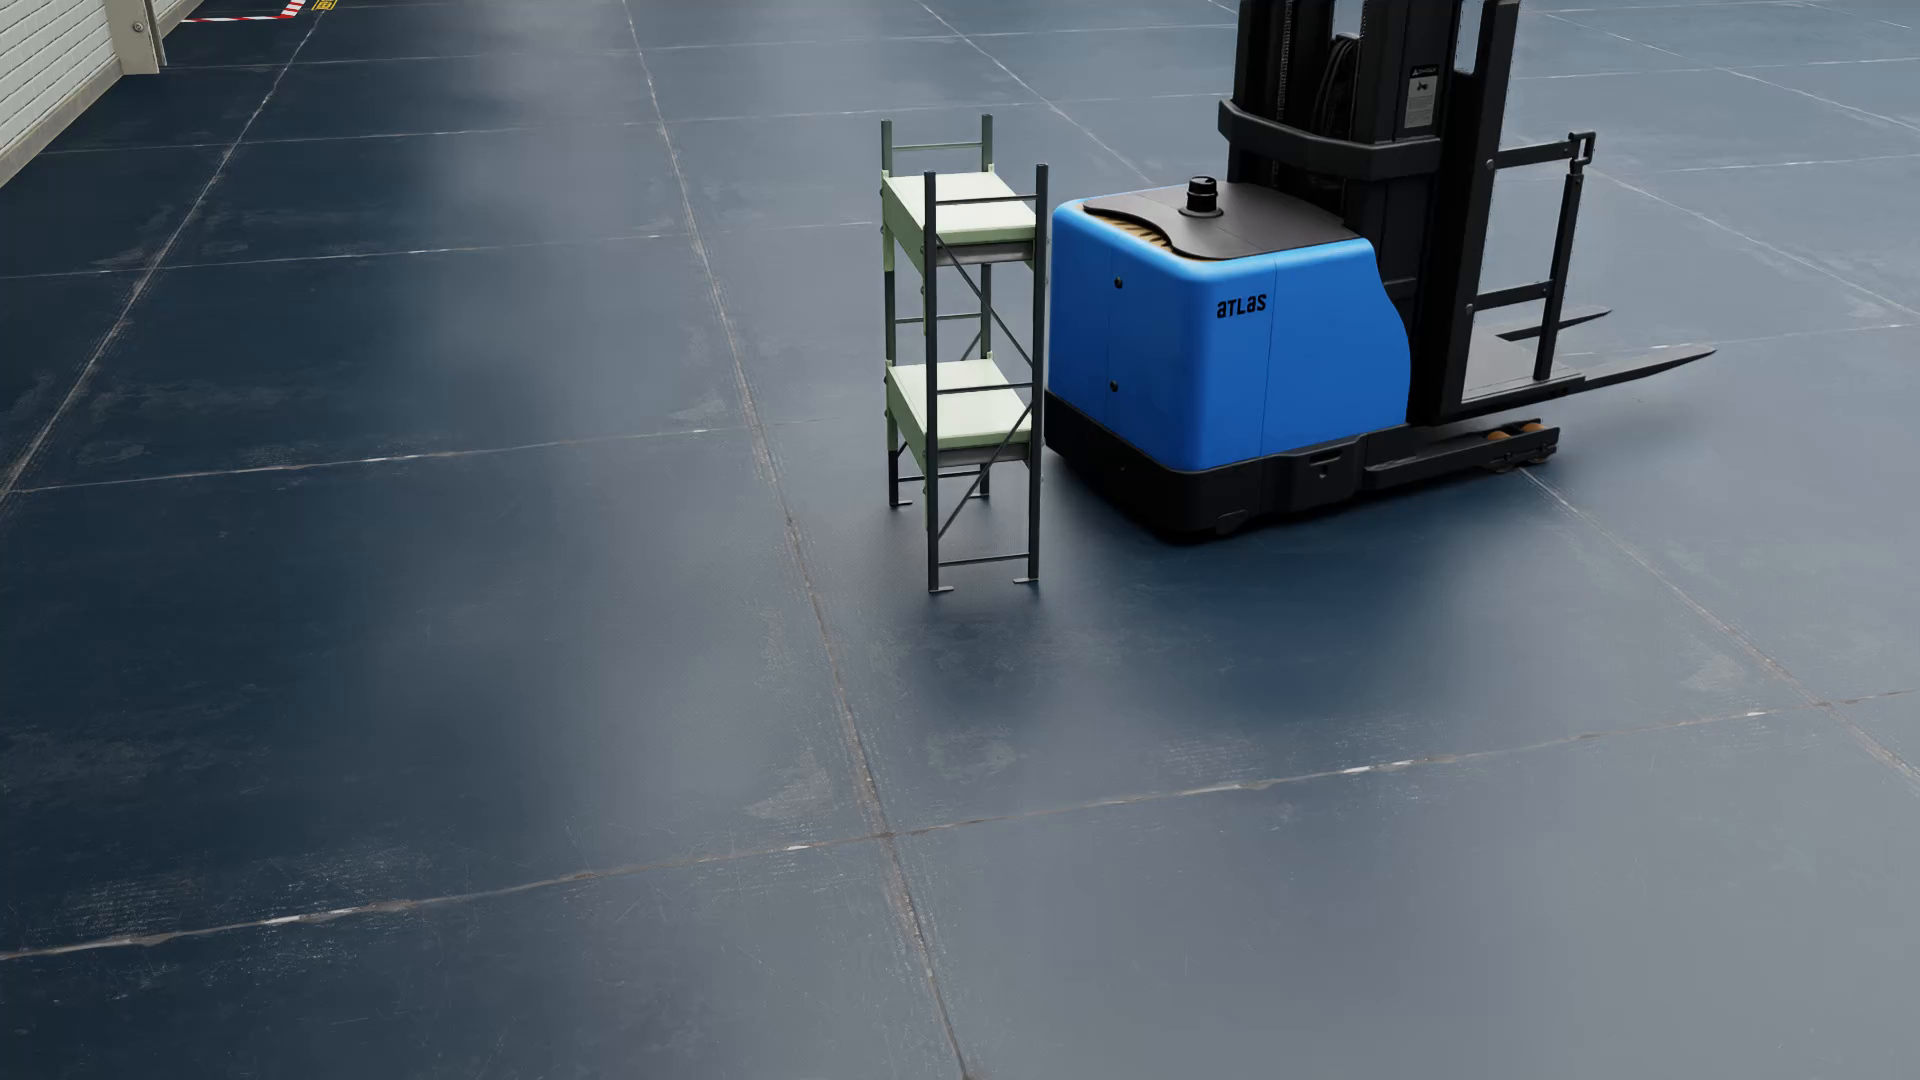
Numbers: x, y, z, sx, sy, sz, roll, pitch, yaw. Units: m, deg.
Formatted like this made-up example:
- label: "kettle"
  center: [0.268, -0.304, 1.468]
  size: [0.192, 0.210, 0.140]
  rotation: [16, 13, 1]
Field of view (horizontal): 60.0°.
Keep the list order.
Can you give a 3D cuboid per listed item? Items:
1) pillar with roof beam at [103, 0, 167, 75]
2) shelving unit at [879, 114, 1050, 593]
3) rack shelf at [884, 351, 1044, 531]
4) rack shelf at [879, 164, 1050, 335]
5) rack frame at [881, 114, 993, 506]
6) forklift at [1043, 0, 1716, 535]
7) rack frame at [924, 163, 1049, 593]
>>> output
- label: "pillar with roof beam"
  center: [-2.791, -8.477, 13.059]
  size: [9.100, 9.000, 0.400]
  rotation: [-6, 27, -12]
- label: "shelving unit"
  center: [0.002, -0.667, 5.906]
  size: [0.431, 1.500, 0.755]
  rotation: [-6, 27, -12]
- label: "rack shelf"
  center: [0.002, -0.376, 6.053]
  size: [0.431, 0.370, 0.720]
  rotation: [-6, 27, -12]
- label: "rack shelf"
  center: [0.002, -1.015, 5.730]
  size: [0.431, 0.370, 0.720]
  rotation: [-6, 27, -12]
- label: "rack frame"
  center: [-0.081, -0.827, 6.225]
  size: [0.400, 1.500, 0.023]
  rotation: [-6, 27, -12]
- label: "forklift"
  center: [1.893, -1.781, 6.525]
  size: [3.031, 2.935, 1.130]
  rotation: [-13, 30, -24]
- label: "rack frame"
  center: [0.084, -0.506, 5.588]
  size: [0.400, 1.500, 0.023]
  rotation: [-6, 27, -12]
